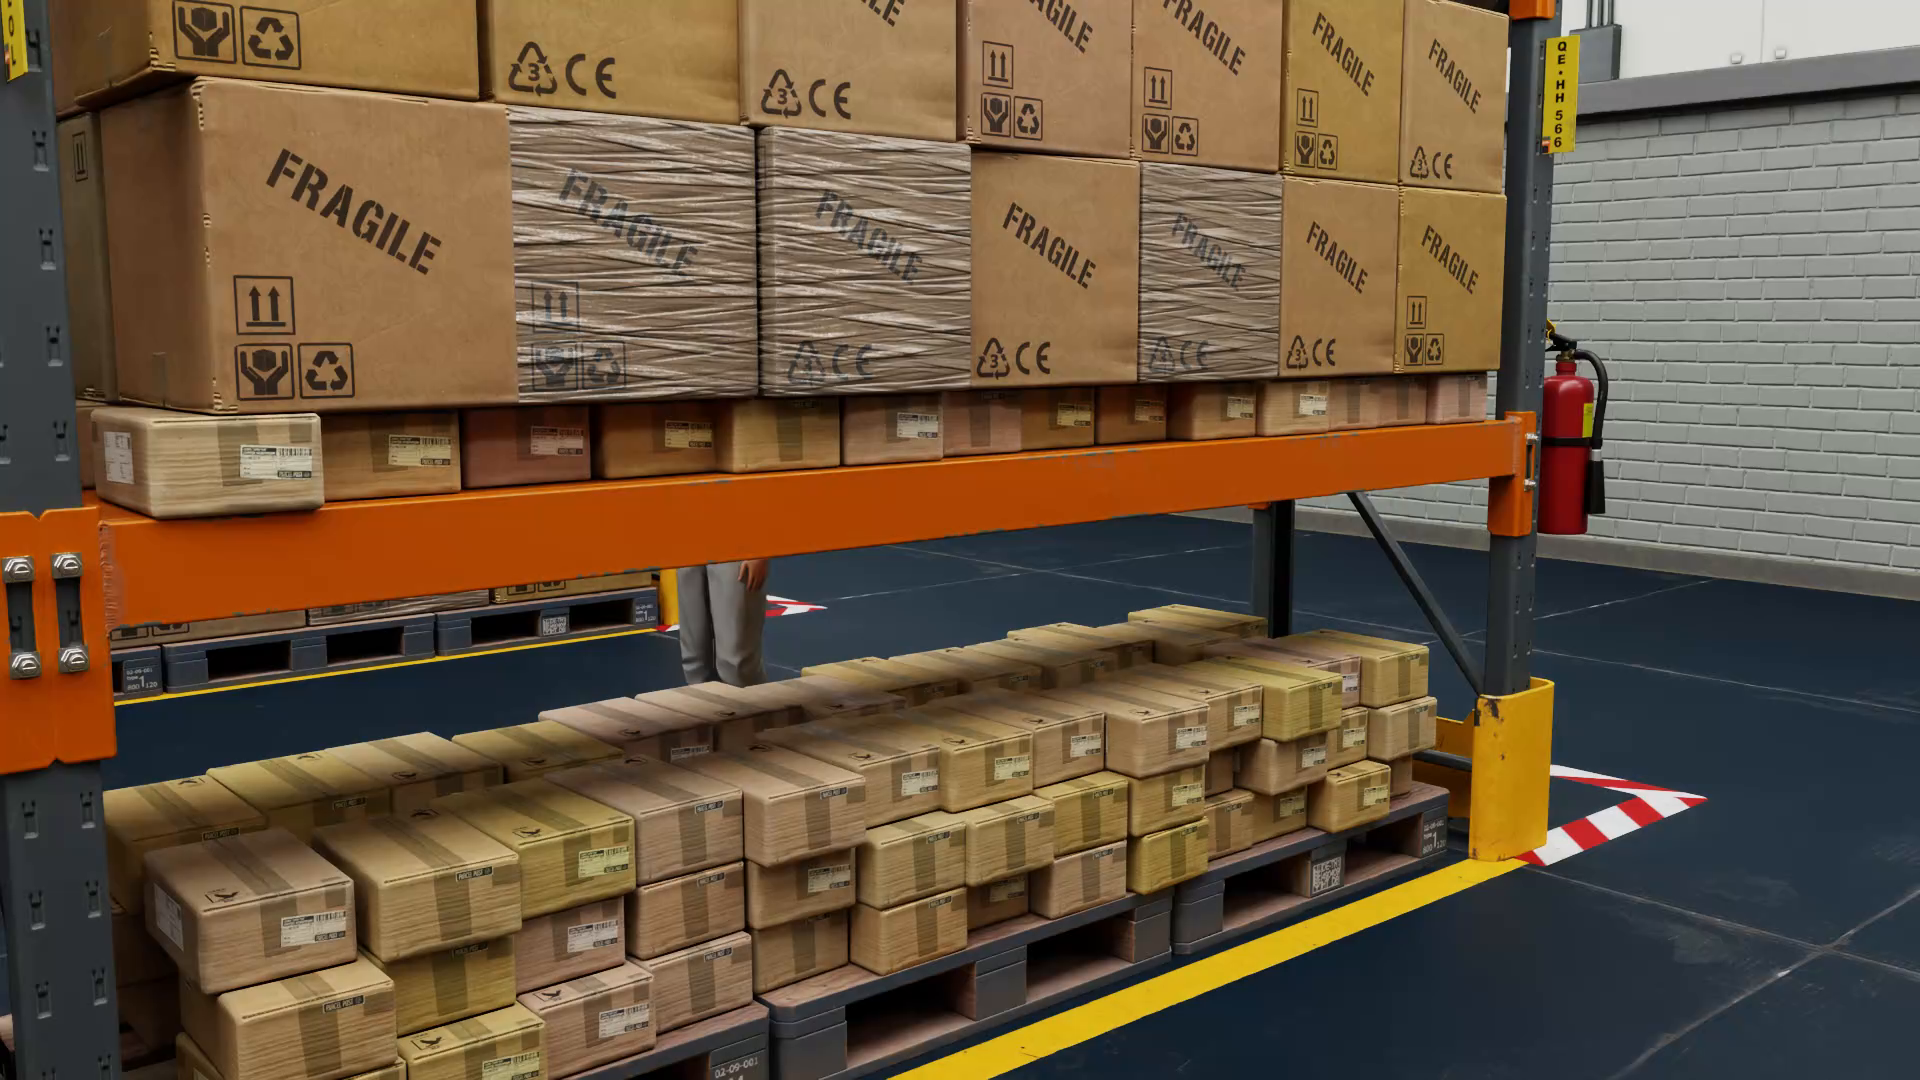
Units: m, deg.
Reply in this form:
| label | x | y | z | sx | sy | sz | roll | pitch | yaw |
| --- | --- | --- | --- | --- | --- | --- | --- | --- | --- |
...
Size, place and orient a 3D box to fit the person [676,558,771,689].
| label | x | y | z | sx | sy | sz | roll | pitch | yaw |
| --- | --- | --- | --- | --- | --- | --- | --- | --- | --- |
| person | -0.772 | 0.047 | 5.503 | 0.438 | 1.677 | 0.377 | 6 | 9 | 37 |
